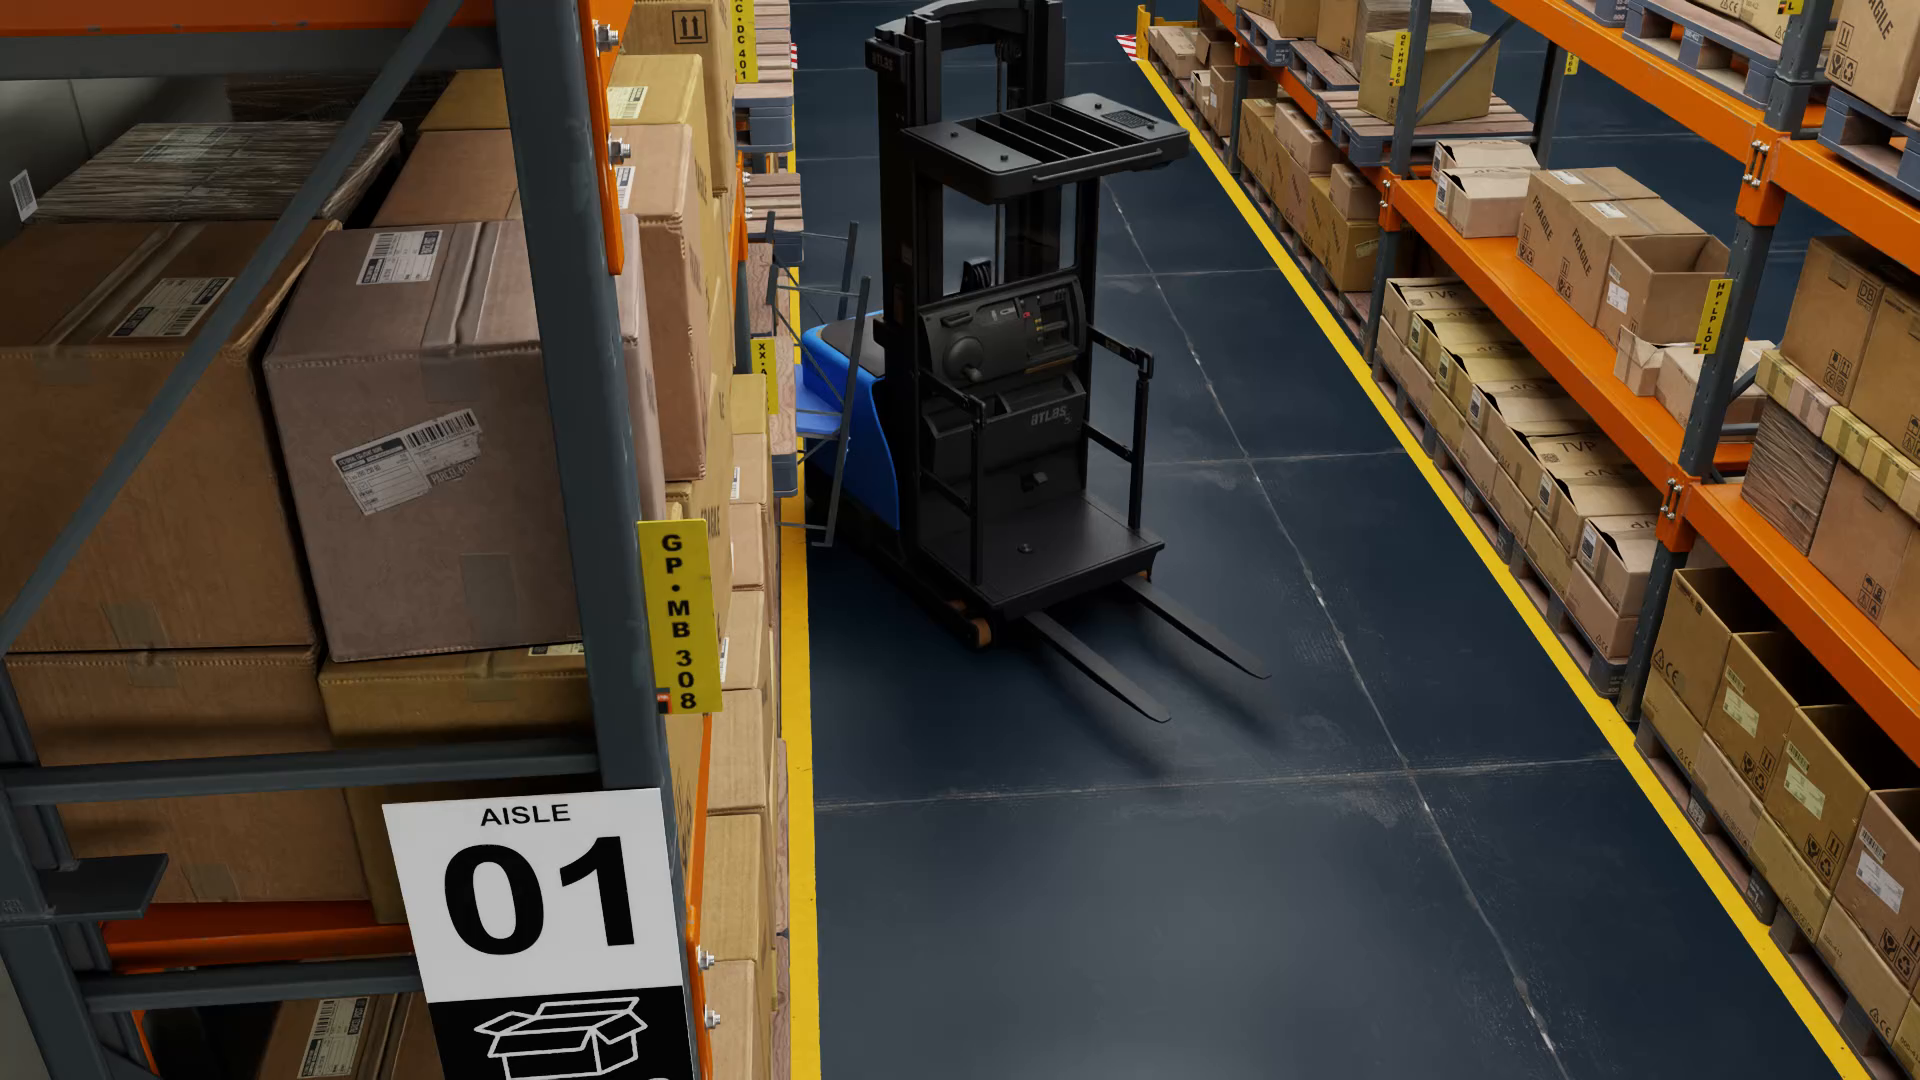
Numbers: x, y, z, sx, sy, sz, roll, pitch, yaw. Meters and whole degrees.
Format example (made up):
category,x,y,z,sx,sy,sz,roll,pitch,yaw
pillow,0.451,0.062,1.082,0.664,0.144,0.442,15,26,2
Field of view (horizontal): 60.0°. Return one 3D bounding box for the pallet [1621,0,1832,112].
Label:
category,x,y,z,sx,sy,sz,roll,pitch,yaw
pallet,3.525,-2.134,7.159,0.805,0.209,1.217,-4,31,-7

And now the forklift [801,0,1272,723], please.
category,x,y,z,sx,sy,sz,roll,pitch,yaw
forklift,0.346,-0.990,8.049,1.130,2.935,3.031,-19,36,-28

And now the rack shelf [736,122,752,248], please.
category,x,y,z,sx,sy,sz,roll,pitch,yaw
rack shelf,-1.499,-2.240,7.851,1.077,0.370,4.000,-3,31,-5

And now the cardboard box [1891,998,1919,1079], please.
category,x,y,z,sx,sy,sz,roll,pitch,yaw
cardboard box,3.542,1.794,5.593,0.500,0.250,0.500,-3,31,-5

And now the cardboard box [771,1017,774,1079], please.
category,x,y,z,sx,sy,sz,roll,pitch,yaw
cardboard box,-0.730,1.330,4.225,0.500,0.250,0.500,-4,31,-6

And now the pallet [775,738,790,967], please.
category,x,y,z,sx,sy,sz,roll,pitch,yaw
pallet,-1.214,1.299,6.870,1.003,0.211,1.213,-3,31,-5

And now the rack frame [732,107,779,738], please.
category,x,y,z,sx,sy,sz,roll,pitch,yaw
rack frame,-1.312,-0.240,6.726,1.000,3.000,0.127,-3,31,-5

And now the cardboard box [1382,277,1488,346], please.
category,x,y,z,sx,sy,sz,roll,pitch,yaw
cardboard box,3.003,-1.480,10.528,0.500,0.311,0.500,-2,31,-3

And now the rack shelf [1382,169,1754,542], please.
category,x,y,z,sx,sy,sz,roll,pitch,yaw
rack shelf,3.433,-1.191,9.020,1.077,0.370,4.000,-3,31,-5

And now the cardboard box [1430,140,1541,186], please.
category,x,y,z,sx,sy,sz,roll,pitch,yaw
cardboard box,3.237,-2.295,10.254,0.500,0.311,0.500,-1,31,-1

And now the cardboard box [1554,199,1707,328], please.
category,x,y,z,sx,sy,sz,roll,pitch,yaw
cardboard box,3.468,-1.439,8.637,0.500,0.500,0.500,-3,31,-5

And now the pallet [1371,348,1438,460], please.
category,x,y,z,sx,sy,sz,roll,pitch,yaw
pallet,3.284,-0.902,10.554,1.003,0.211,1.213,-3,31,-5

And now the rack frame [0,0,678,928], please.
category,x,y,z,sx,sy,sz,roll,pitch,yaw
rack frame,-0.938,-0.773,1.768,1.000,3.000,0.127,-3,31,-5

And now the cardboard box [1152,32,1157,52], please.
category,x,y,z,sx,sy,sz,roll,pitch,yaw
cardboard box,2.219,-5.220,17.398,0.380,0.166,0.250,-3,31,-5

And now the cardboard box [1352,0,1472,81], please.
category,x,y,z,sx,sy,sz,roll,pitch,yaw
cardboard box,3.180,-3.536,11.738,0.700,0.500,0.500,3,31,5

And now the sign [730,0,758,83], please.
category,x,y,z,sx,sy,sz,roll,pitch,yaw
sign,-0.772,-1.779,5.874,0.100,0.325,0.005,-3,31,-5

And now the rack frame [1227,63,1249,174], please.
category,x,y,z,sx,sy,sz,roll,pitch,yaw
rack frame,2.872,-4.563,13.964,1.000,3.000,0.127,-3,31,-5

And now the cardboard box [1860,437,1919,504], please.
category,x,y,z,sx,sy,sz,roll,pitch,yaw
cardboard box,3.527,-0.260,6.030,0.380,0.149,0.250,-3,31,-5

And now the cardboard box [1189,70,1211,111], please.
category,x,y,z,sx,sy,sz,roll,pitch,yaw
cardboard box,2.467,-4.258,15.646,0.500,0.311,0.500,-3,31,-5

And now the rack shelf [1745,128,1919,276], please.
category,x,y,z,sx,sy,sz,roll,pitch,yaw
rack shelf,3.807,-0.437,4.832,1.077,0.370,4.000,-3,31,-5

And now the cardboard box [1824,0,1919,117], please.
category,x,y,z,sx,sy,sz,roll,pitch,yaw
cardboard box,3.404,-1.780,5.736,0.500,0.500,0.500,0,31,-1

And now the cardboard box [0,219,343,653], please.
category,x,y,z,sx,sy,sz,roll,pitch,yaw
cardboard box,-1.239,-0.173,2.598,0.500,0.500,0.500,-1,31,-2

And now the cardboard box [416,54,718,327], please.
category,x,y,z,sx,sy,sz,roll,pitch,yaw
cardboard box,-0.788,-0.694,3.469,0.500,0.500,0.500,-2,31,-3

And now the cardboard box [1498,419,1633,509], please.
category,x,y,z,sx,sy,sz,roll,pitch,yaw
cardboard box,3.197,-0.433,8.774,0.500,0.311,0.500,-3,31,-5

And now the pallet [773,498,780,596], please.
category,x,y,z,sx,sy,sz,roll,pitch,yaw
pallet,-1.503,-0.064,9.152,1.003,0.211,1.213,-3,31,-5

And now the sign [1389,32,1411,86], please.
category,x,y,z,sx,sy,sz,roll,pitch,yaw
sign,2.707,-2.953,10.217,0.100,0.325,0.005,-3,31,-5

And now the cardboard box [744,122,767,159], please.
category,x,y,z,sx,sy,sz,roll,pitch,yaw
cardboard box,-1.476,-2.721,10.474,0.500,0.500,0.500,-2,31,-3

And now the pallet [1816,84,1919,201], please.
category,x,y,z,sx,sy,sz,roll,pitch,yaw
pallet,3.725,-1.294,5.653,1.003,0.211,1.213,-3,31,-5

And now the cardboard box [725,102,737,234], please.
category,x,y,z,sx,sy,sz,roll,pitch,yaw
cardboard box,-1.018,-1.332,5.512,0.500,0.500,0.500,-2,31,-3

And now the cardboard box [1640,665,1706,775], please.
category,x,y,z,sx,sy,sz,roll,pitch,yaw
cardboard box,3.361,0.773,7.303,0.500,0.250,0.500,-3,31,-5

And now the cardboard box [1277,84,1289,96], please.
category,x,y,z,sx,sy,sz,roll,pitch,yaw
cardboard box,2.958,-4.202,15.693,0.380,0.166,0.250,-3,31,-5

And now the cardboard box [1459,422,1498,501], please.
category,x,y,z,sx,sy,sz,roll,pitch,yaw
cardboard box,3.153,-0.456,9.360,0.500,0.250,0.500,-2,31,-4

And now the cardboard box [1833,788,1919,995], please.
category,x,y,z,sx,sy,sz,roll,pitch,yaw
cardboard box,3.494,1.217,5.828,0.500,0.500,0.500,-3,31,-5

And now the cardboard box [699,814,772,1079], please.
category,x,y,z,sx,sy,sz,roll,pitch,yaw
cardboard box,-0.720,1.026,4.003,0.500,0.500,0.500,-3,31,-4

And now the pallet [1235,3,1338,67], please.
category,x,y,z,sx,sy,sz,roll,pitch,yaw
pallet,2.838,-4.068,13.322,1.003,0.211,1.213,-3,31,-5

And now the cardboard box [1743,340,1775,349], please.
category,x,y,z,sx,sy,sz,roll,pitch,yaw
cardboard box,3.741,-0.833,7.965,0.380,0.149,0.250,-3,31,-5

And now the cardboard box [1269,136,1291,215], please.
category,x,y,z,sx,sy,sz,roll,pitch,yaw
cardboard box,2.775,-2.893,13.177,0.500,0.500,0.500,-2,31,-4

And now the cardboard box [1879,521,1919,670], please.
category,x,y,z,sx,sy,sz,roll,pitch,yaw
cardboard box,3.766,0.230,5.843,0.700,0.500,0.500,-2,31,-4

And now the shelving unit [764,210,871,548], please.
category,x,y,z,sx,sy,sz,roll,pitch,yaw
shelving unit,-0.869,-0.883,9.003,0.538,1.500,1.048,6,25,-10

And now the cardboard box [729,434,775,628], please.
category,x,y,z,sx,sy,sz,roll,pitch,yaw
cardboard box,-0.907,-0.025,5.761,0.500,0.500,0.500,-3,31,-5

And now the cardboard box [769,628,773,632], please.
category,x,y,z,sx,sy,sz,roll,pitch,yaw
cardboard box,-0.927,0.298,5.952,0.500,0.250,0.500,-3,31,-4

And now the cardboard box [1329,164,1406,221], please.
category,x,y,z,sx,sy,sz,roll,pitch,yaw
cardboard box,2.916,-2.453,11.710,0.500,0.250,0.500,-2,31,-3

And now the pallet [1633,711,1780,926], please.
category,x,y,z,sx,sy,sz,roll,pitch,yaw
pallet,3.652,1.126,7.158,1.003,0.211,1.213,-3,31,-5

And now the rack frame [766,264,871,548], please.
category,x,y,z,sx,sy,sz,roll,pitch,yaw
rack frame,-0.811,-0.660,8.550,0.500,1.500,0.032,6,25,-10

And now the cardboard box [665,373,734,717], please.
category,x,y,z,sx,sy,sz,roll,pitch,yaw
cardboard box,-0.735,0.005,3.275,0.500,0.500,0.500,-1,31,-1

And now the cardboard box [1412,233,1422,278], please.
category,x,y,z,sx,sy,sz,roll,pitch,yaw
cardboard box,3.434,-2.150,11.933,0.500,0.500,0.500,-4,31,-6

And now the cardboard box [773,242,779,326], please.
category,x,y,z,sx,sy,sz,roll,pitch,yaw
cardboard box,-1.624,-1.921,11.228,0.750,0.750,0.750,-3,31,-5
